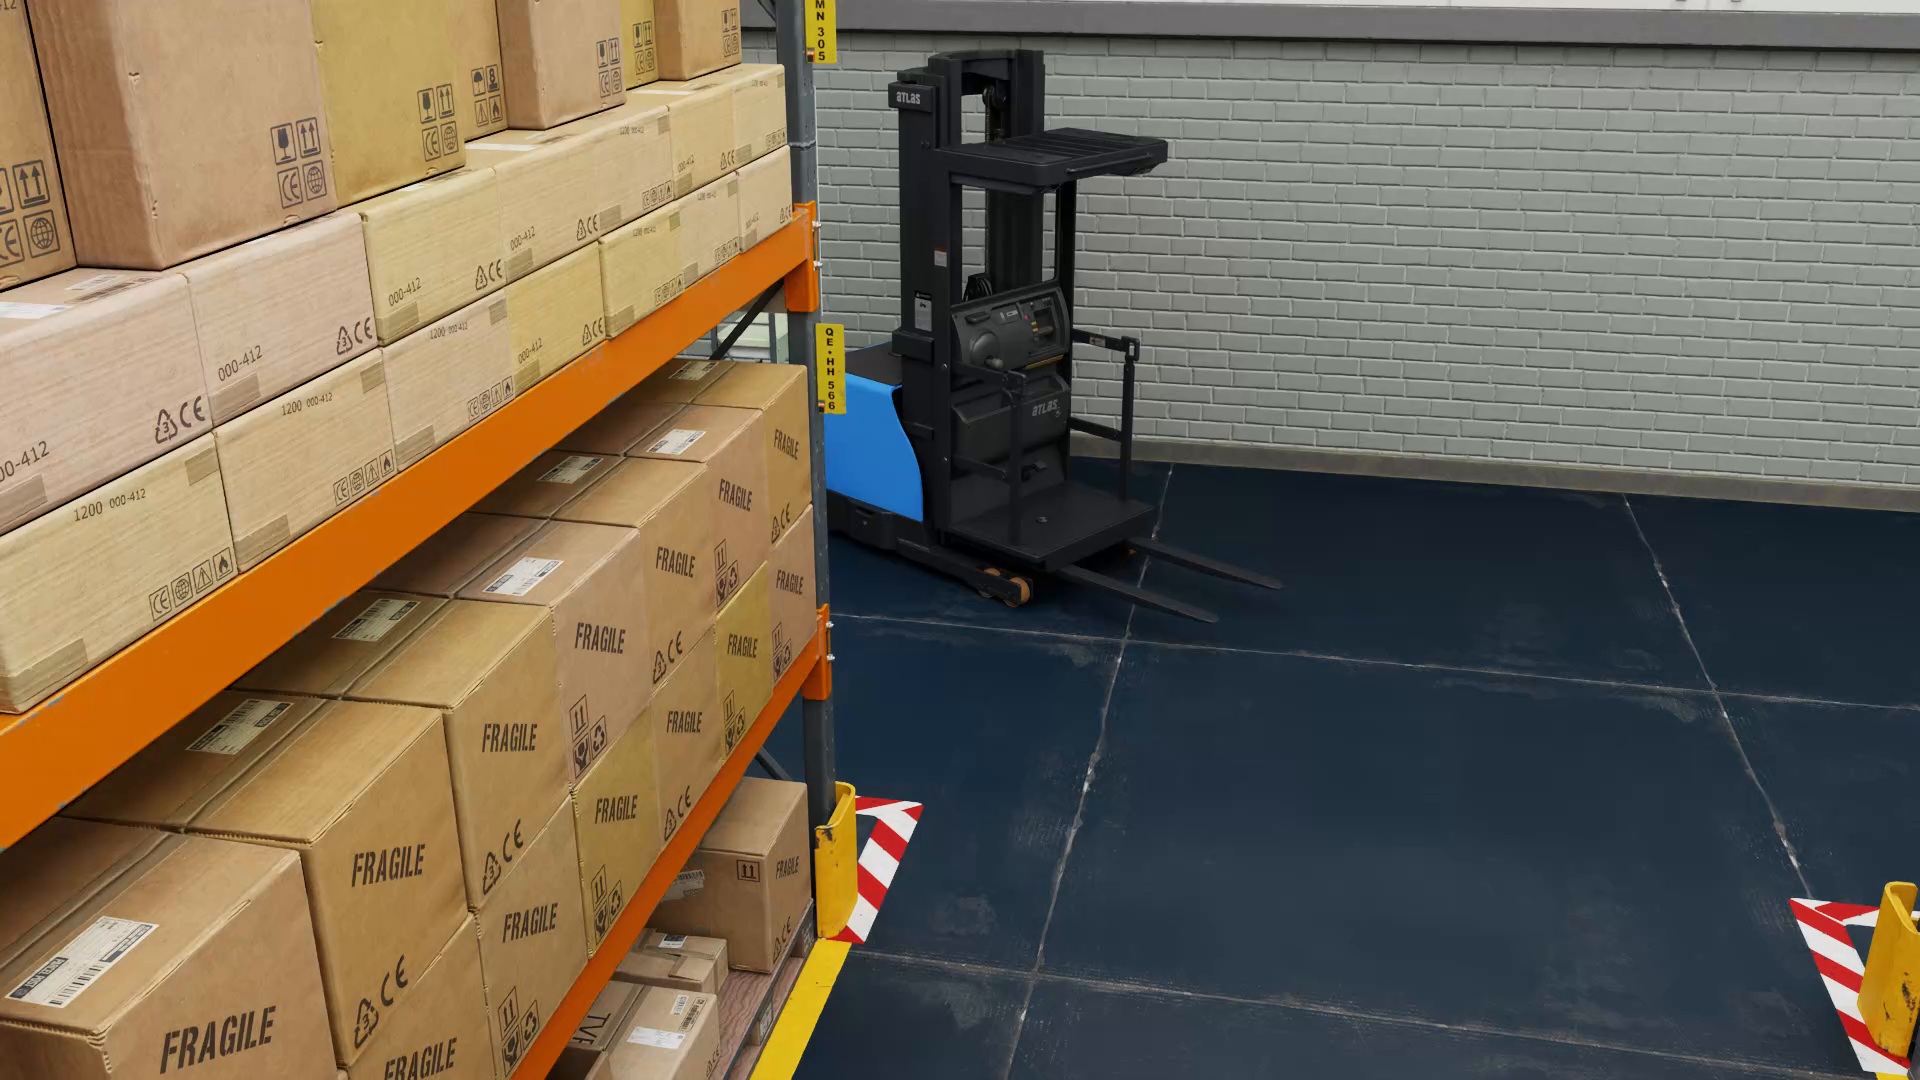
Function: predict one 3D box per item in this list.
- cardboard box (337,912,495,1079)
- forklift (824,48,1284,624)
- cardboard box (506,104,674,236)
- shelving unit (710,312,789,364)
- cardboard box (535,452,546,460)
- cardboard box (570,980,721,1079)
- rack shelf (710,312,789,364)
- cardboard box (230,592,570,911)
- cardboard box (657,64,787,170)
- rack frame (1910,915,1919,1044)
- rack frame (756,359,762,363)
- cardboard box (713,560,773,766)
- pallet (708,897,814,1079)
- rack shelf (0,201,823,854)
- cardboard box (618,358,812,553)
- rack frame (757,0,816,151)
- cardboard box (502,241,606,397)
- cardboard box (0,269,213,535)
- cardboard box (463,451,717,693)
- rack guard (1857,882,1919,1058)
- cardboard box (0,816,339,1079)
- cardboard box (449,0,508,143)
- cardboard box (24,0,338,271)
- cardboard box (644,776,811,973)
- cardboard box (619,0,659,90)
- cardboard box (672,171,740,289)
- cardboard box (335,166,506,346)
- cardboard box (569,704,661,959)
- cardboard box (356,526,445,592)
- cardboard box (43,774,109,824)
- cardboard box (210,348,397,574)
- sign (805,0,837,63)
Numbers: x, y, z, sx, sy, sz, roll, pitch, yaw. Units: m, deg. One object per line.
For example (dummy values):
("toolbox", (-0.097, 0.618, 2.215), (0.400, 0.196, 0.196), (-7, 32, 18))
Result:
("cardboard box", (-1.338, 1.096, 3.483), (0.500, 0.500, 0.500), (5, 22, 12))
("forklift", (0.453, -1.200, 9.409), (3.031, 2.935, 1.130), (19, 29, 40))
("cardboard box", (-1.056, -0.948, 4.209), (0.500, 0.250, 0.500), (4, 22, 11))
("shelving unit", (-1.189, -0.807, 10.344), (0.431, 1.500, 0.755), (5, 22, 12))
("cardboard box", (-1.442, -0.143, 5.222), (0.500, 0.500, 0.500), (5, 22, 11))
("cardboard box", (-1.087, 1.667, 5.291), (0.500, 0.250, 0.500), (4, 22, 11))
("rack shelf", (-1.192, -1.169, 10.199), (0.431, 0.370, 0.720), (5, 22, 12))
("cardboard box", (-1.228, 0.458, 3.729), (0.500, 0.500, 0.500), (4, 22, 9))
("cardboard box", (-0.849, -1.314, 5.116), (0.500, 0.250, 0.500), (4, 22, 11))
("rack frame", (3.855, 0.412, 5.316), (1.000, 3.000, 0.127), (4, 22, 11))
("rack frame", (-1.105, -0.940, 10.675), (0.400, 1.500, 0.023), (5, 22, 12))
("cardboard box", (-0.921, 0.361, 5.308), (0.500, 0.500, 0.500), (5, 22, 11))
("pallet", (-1.171, 1.646, 5.985), (1.003, 0.211, 1.213), (4, 22, 11))
("rack shelf", (-1.402, -0.293, 4.015), (1.077, 0.370, 4.000), (4, 22, 11))
("cardboard box", (-0.815, -0.294, 5.595), (0.500, 0.500, 0.500), (4, 22, 10))
("rack frame", (-0.994, -2.750, 5.136), (1.000, 3.000, 0.127), (4, 22, 11))
("cardboard box", (-1.160, -0.533, 3.848), (0.500, 0.250, 0.500), (4, 22, 11))
("cardboard box", (-1.468, -0.217, 2.393), (0.500, 0.250, 0.500), (4, 22, 11))
("cardboard box", (-1.019, 0.081, 4.664), (0.500, 0.500, 0.500), (5, 22, 12))
("rack guard", (3.847, 1.562, 5.807), (1.175, 0.500, 0.348), (4, 22, 11))
("cardboard box", (-1.438, 0.835, 2.794), (0.500, 0.500, 0.500), (5, 22, 12))
("cardboard box", (-1.458, -1.136, 3.673), (0.700, 0.500, 0.500), (4, 22, 11))
("cardboard box", (-1.507, -0.759, 2.735), (0.700, 0.500, 0.500), (4, 22, 11))
("cardboard box", (-0.864, 1.206, 6.101), (0.500, 0.500, 0.500), (4, 22, 11))
("cardboard box", (-1.267, -1.503, 4.583), (0.700, 0.500, 0.500), (4, 22, 11))
("cardboard box", (-0.953, -0.899, 4.756), (0.500, 0.250, 0.500), (4, 22, 11))
("cardboard box", (-1.254, -0.582, 3.299), (0.500, 0.250, 0.500), (4, 22, 11))
("cardboard box", (-1.131, 0.727, 4.398), (0.500, 0.500, 0.500), (4, 22, 10))
("cardboard box", (-1.651, 0.225, 4.307), (0.500, 0.500, 0.500), (4, 22, 10))
("cardboard box", (-1.858, 0.593, 3.393), (0.500, 0.500, 0.500), (4, 22, 10))
("cardboard box", (-1.362, -0.168, 2.940), (0.500, 0.250, 0.500), (4, 22, 11))
("sign", (-0.455, -1.720, 5.408), (0.100, 0.325, 0.005), (4, 22, 11))
